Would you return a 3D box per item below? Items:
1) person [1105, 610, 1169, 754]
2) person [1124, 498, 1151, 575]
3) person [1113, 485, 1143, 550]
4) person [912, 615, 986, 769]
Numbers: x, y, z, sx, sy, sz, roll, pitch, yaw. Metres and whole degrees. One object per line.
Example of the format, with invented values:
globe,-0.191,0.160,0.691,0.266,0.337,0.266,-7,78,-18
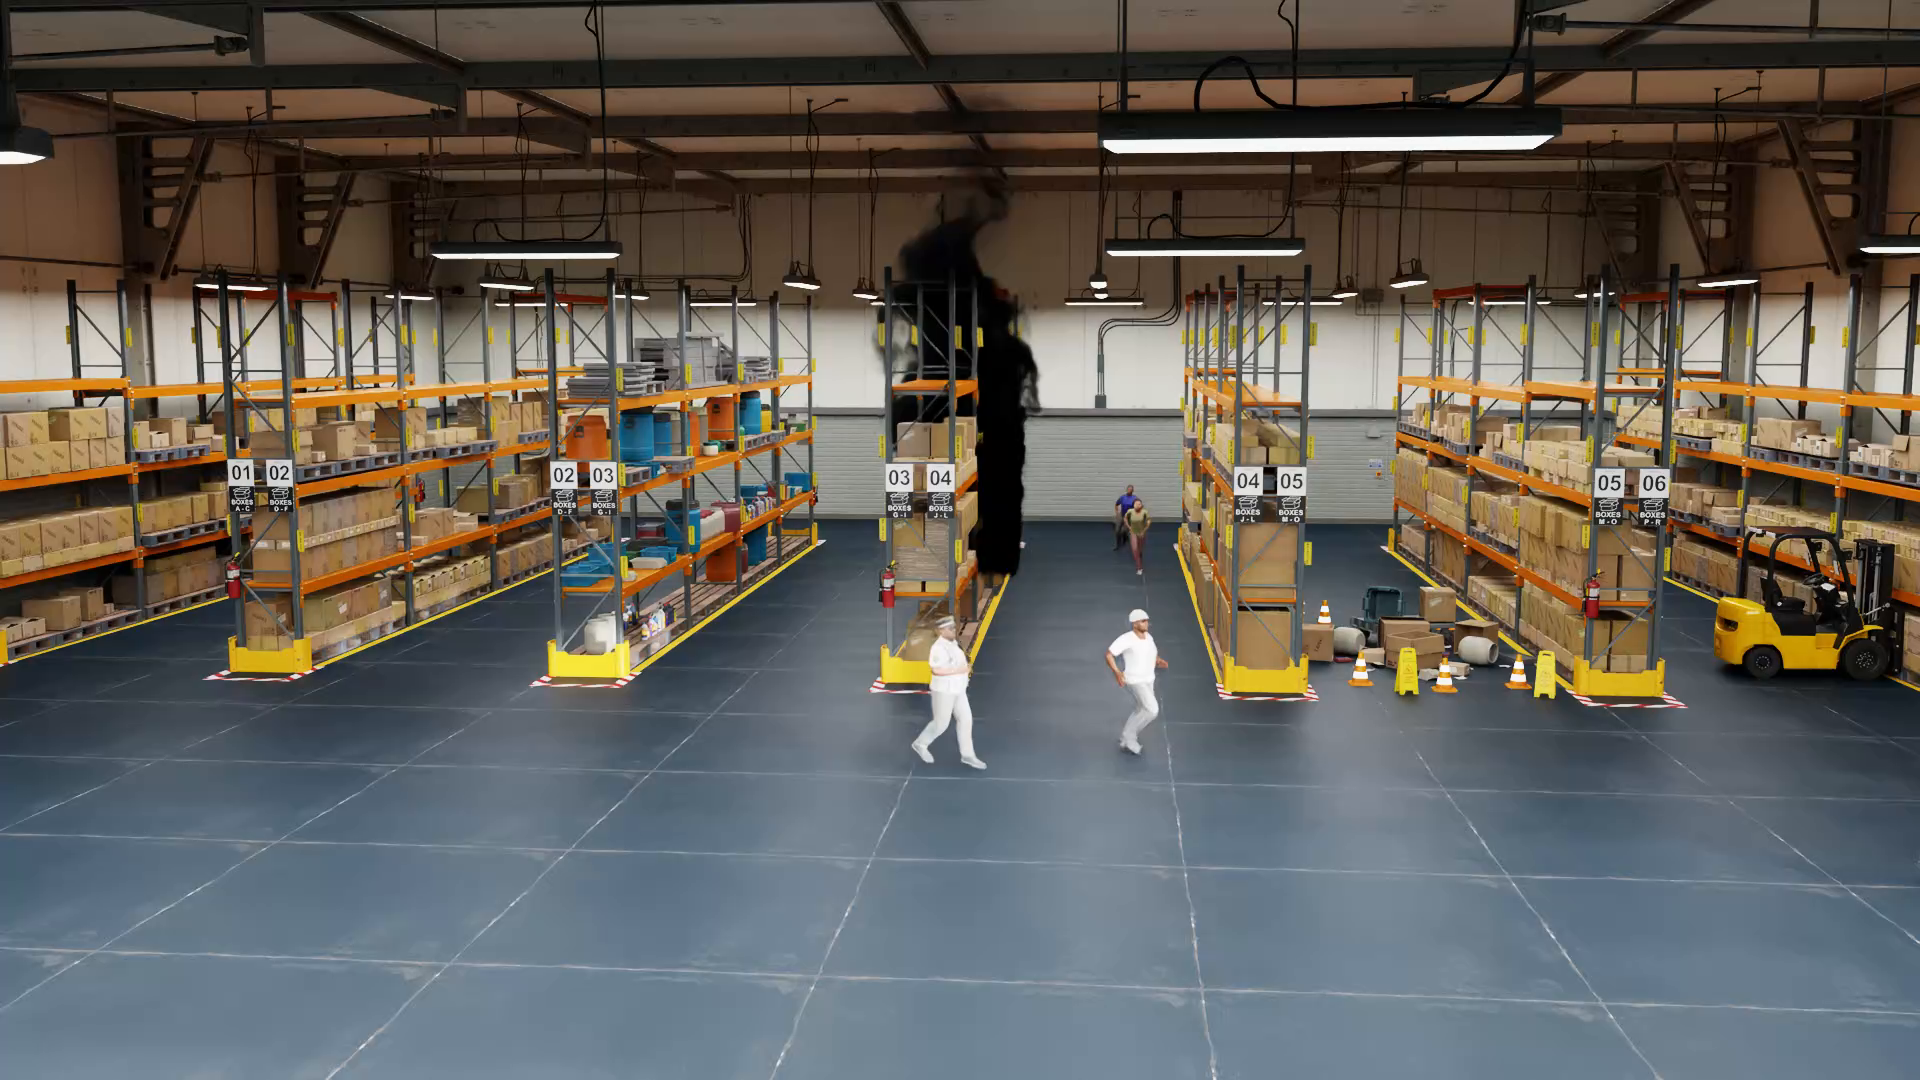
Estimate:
person,2.187,1.703,20.011,0.668,1.732,0.687,6,9,39
person,3.801,-0.087,35.643,0.578,1.631,0.810,1,7,9
person,3.927,-0.515,39.183,0.705,1.560,0.521,3,8,25
person,-0.129,1.751,19.342,0.924,1.778,0.664,4,8,30
